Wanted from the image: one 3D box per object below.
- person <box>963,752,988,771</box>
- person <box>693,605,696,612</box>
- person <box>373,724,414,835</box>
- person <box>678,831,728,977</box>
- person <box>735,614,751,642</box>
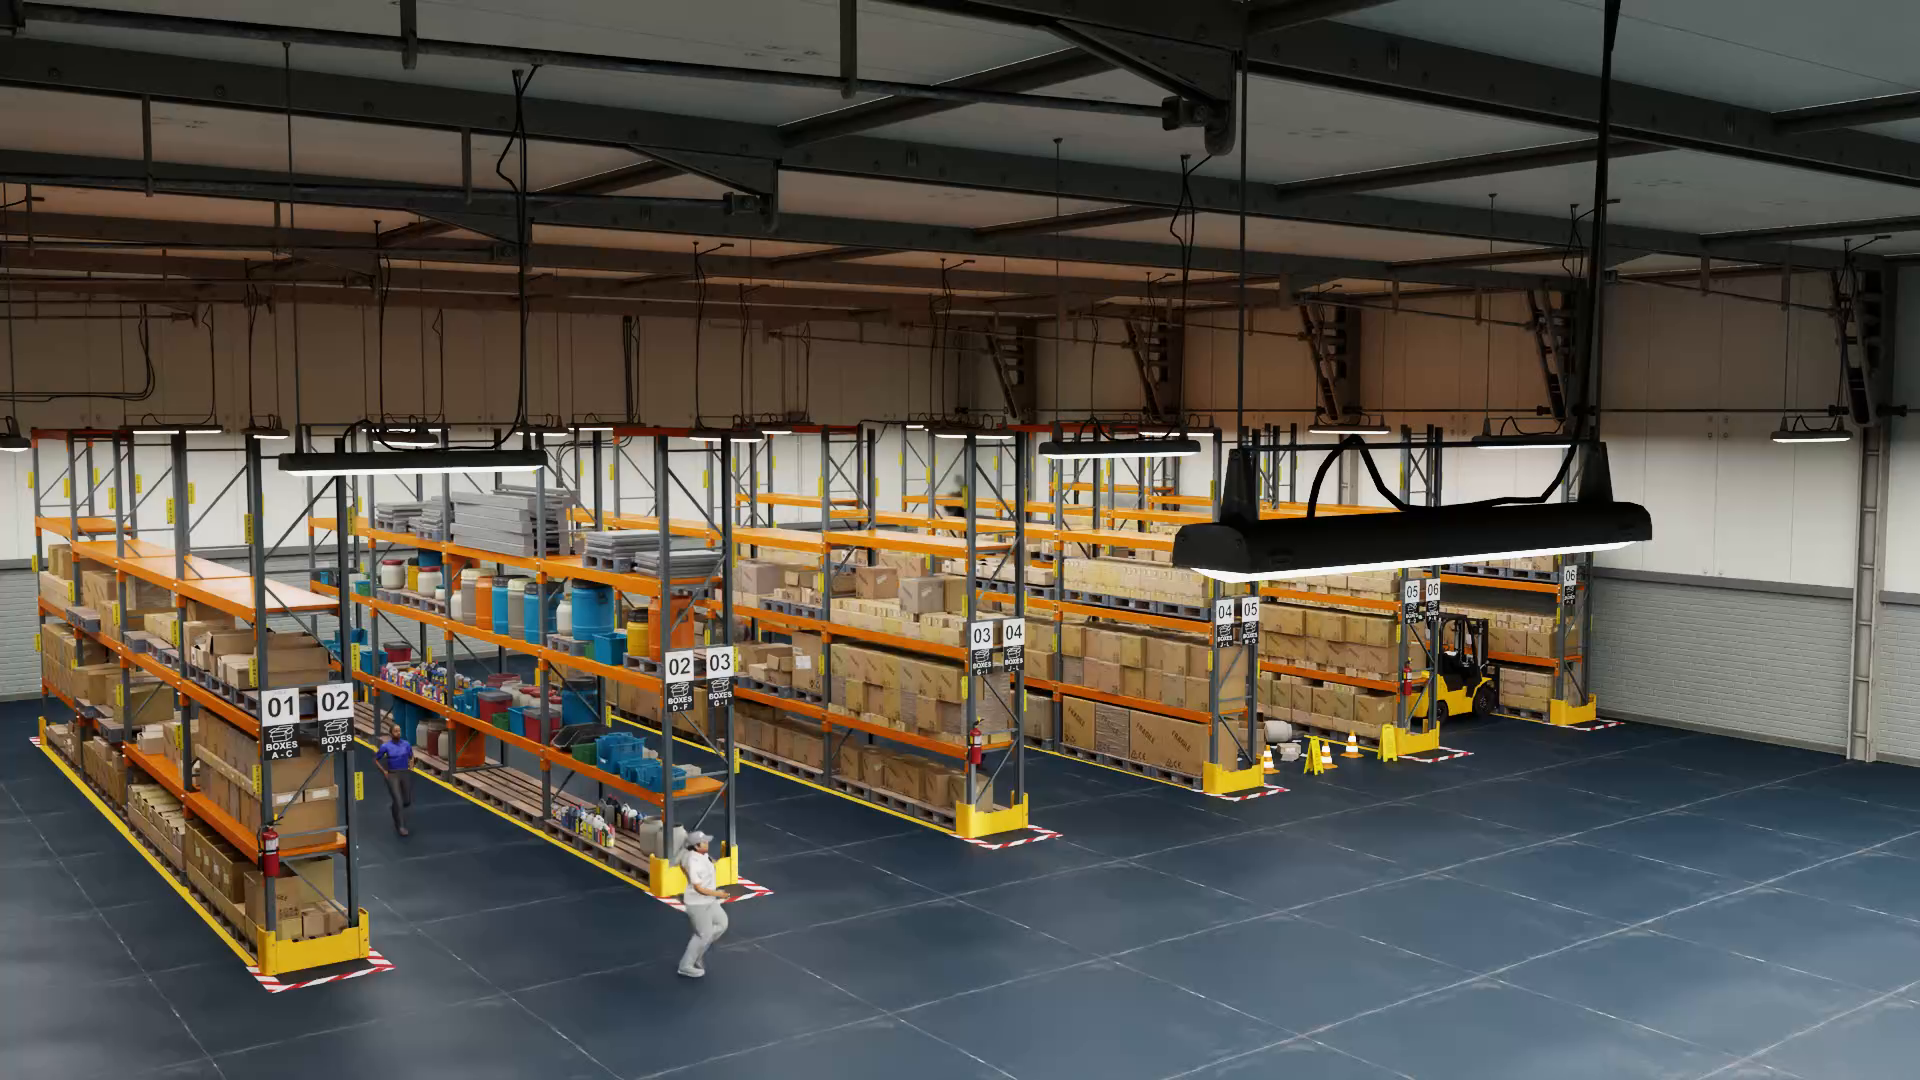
[{"bbox_3d":[0.300,3.248,29.289,0.552,1.605,0.617,4,6,44],"label":"person"},{"bbox_3d":[-6.530,2.380,39.693,0.726,1.696,0.581,-1,5,-6],"label":"person"},{"bbox_3d":[-8.460,3.564,24.936,0.586,1.616,0.769,-4,6,-42],"label":"person"},{"bbox_3d":[-2.885,4.053,18.637,0.570,1.627,0.618,-1,5,-9],"label":"person"},{"bbox_3d":[-5.001,2.519,37.680,0.708,1.737,0.640,-4,6,-41],"label":"person"}]
